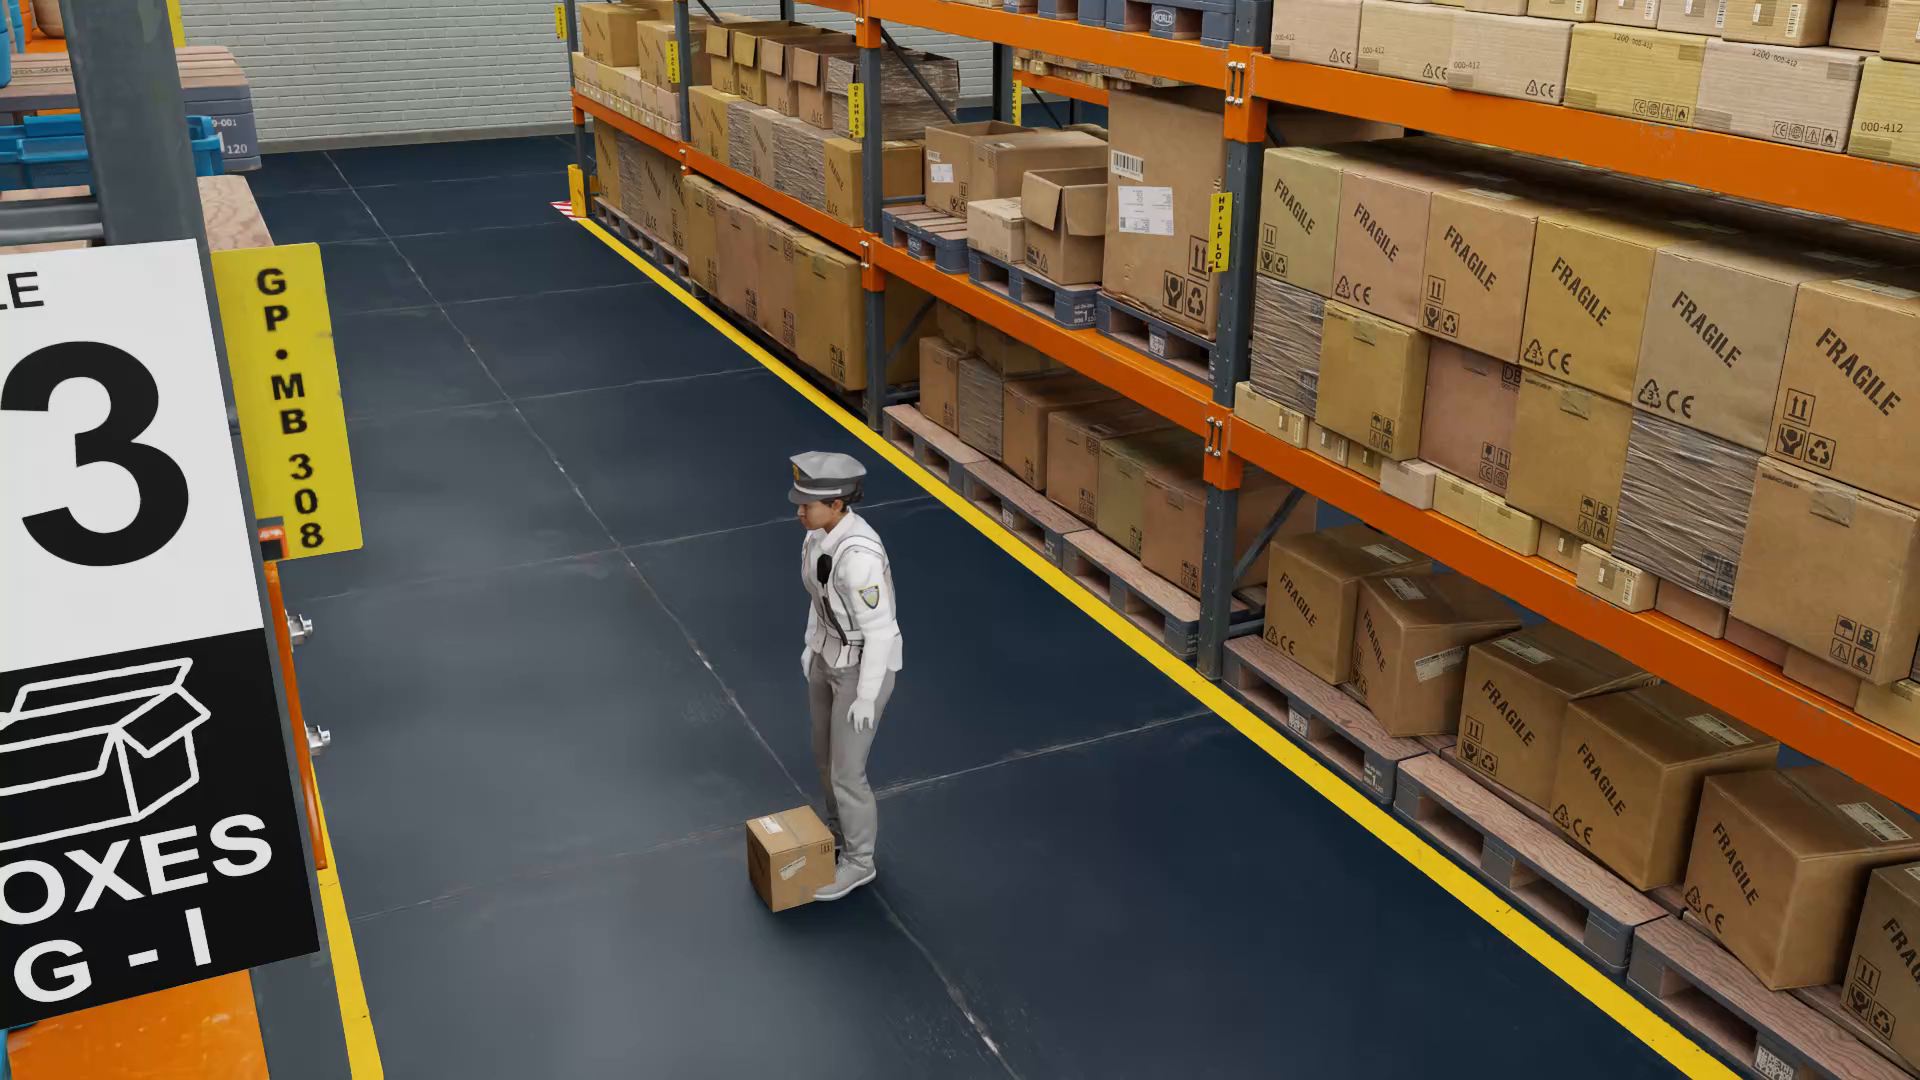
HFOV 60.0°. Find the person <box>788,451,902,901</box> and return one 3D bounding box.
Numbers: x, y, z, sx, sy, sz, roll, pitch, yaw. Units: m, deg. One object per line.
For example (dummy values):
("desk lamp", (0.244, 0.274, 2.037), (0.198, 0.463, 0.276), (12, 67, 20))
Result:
("person", (-0.422, 0.476, 5.925), (0.405, 1.663, 0.538), (-11, 25, -25))
